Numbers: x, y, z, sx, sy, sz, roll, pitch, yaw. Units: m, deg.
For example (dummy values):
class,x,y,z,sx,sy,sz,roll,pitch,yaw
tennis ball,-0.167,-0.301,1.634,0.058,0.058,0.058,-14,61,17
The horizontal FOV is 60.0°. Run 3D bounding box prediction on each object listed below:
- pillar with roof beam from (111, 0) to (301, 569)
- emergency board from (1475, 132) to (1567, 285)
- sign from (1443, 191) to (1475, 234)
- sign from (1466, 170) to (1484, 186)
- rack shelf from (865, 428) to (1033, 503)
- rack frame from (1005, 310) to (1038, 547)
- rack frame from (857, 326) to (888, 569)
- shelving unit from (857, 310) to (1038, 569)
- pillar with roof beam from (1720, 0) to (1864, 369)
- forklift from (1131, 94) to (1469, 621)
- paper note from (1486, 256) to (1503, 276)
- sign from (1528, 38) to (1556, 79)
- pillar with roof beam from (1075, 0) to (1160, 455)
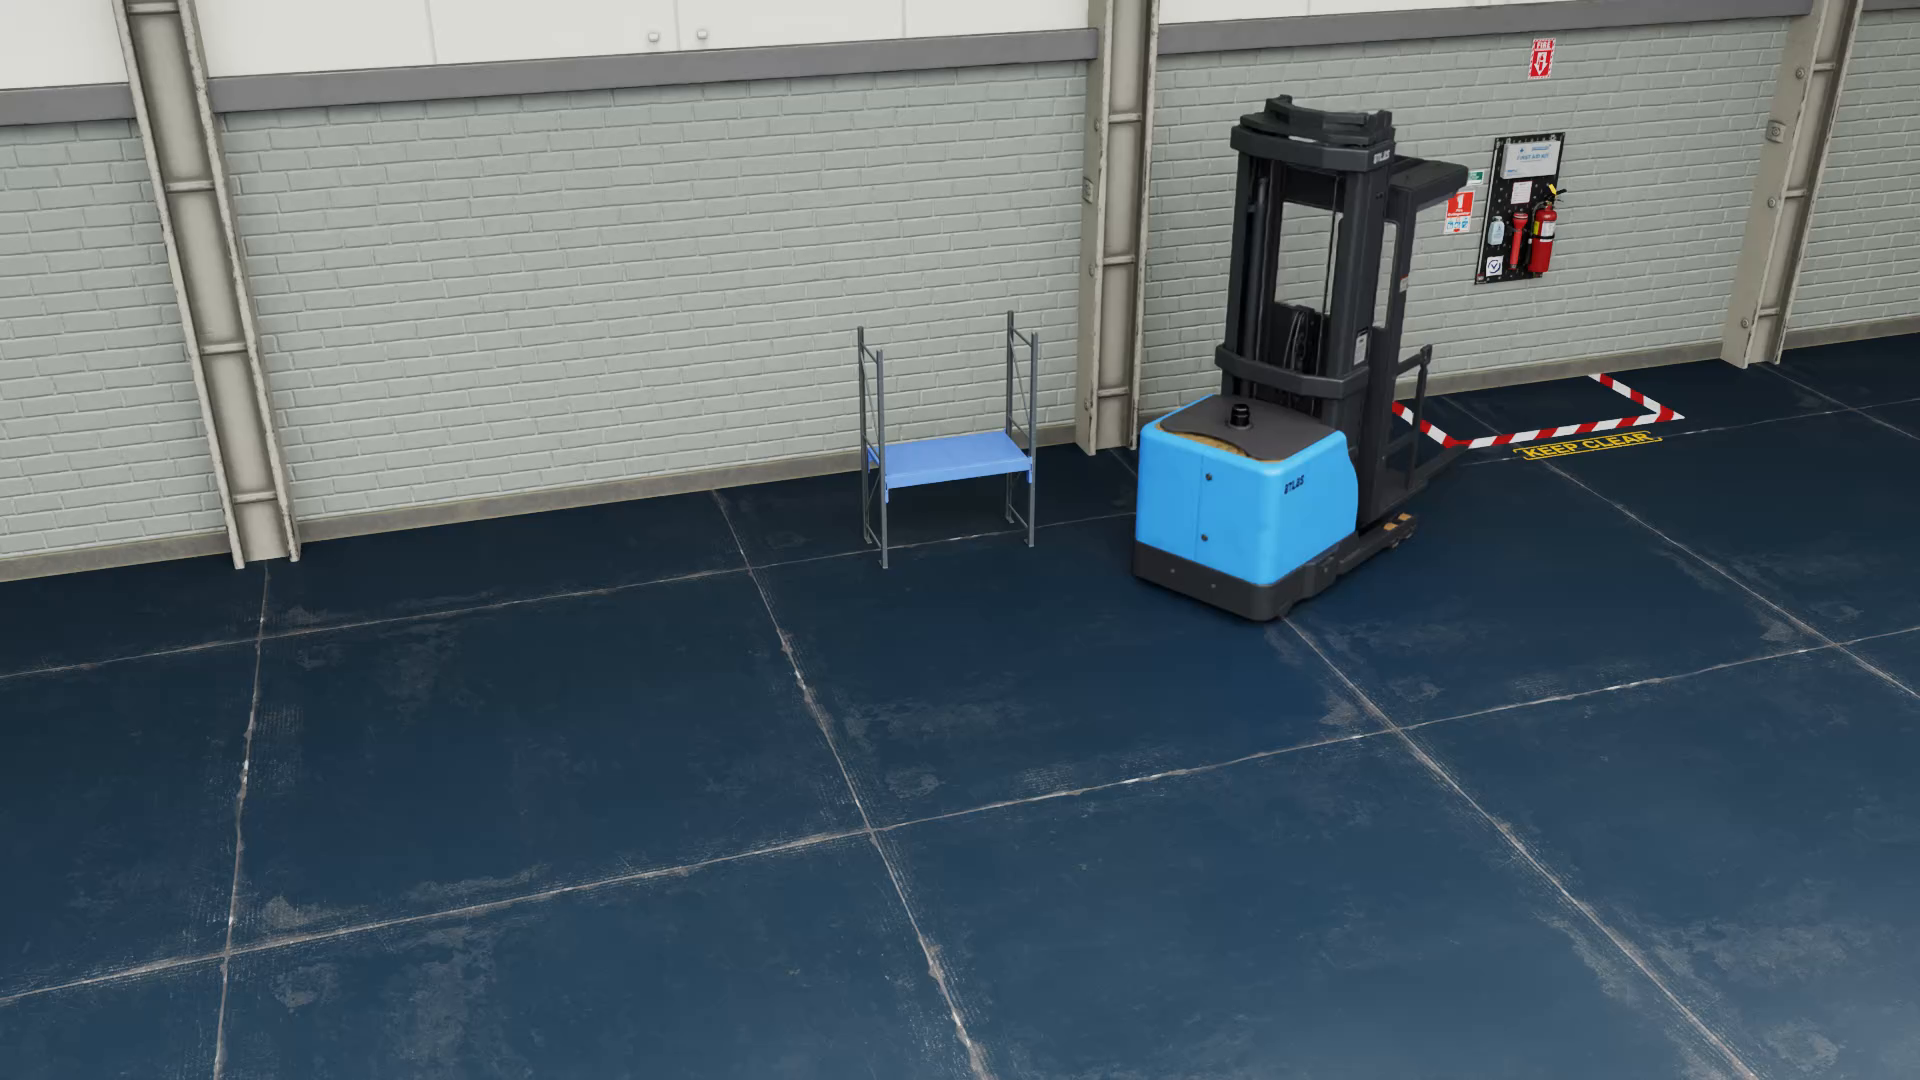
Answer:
class,x,y,z,sx,sy,sz,roll,pitch,yaw
pillar with roof beam,-3.261,-2.113,5.380,0.400,9.000,9.100,-8,28,-16
emergency board,4.454,-2.574,13.056,0.643,1.169,0.194,-8,28,-16
sign,3.897,-2.558,12.982,0.234,0.329,0.001,-8,28,-16
sign,3.904,-2.792,12.858,0.331,0.109,0.001,-8,28,-16
rack shelf,-0.081,-0.499,10.967,1.000,0.185,0.538,-8,28,-16
rack frame,0.402,-0.730,11.028,0.032,1.500,0.500,-8,28,-16
rack frame,-0.564,-0.590,10.746,0.032,1.500,0.500,-8,28,-16
shelving unit,-0.081,-0.660,10.887,1.048,1.500,0.538,-8,28,-16
pillar with roof beam,8.149,-3.765,8.708,0.400,9.000,9.100,-8,28,-16
forklift,2.455,-1.395,10.758,1.130,2.935,3.031,22,34,37
paper note,4.265,-2.184,13.261,0.142,0.148,0.016,-8,28,-16
sign,4.416,-3.653,12.623,0.199,0.298,0.001,-8,28,-16
pillar with roof beam,2.444,-2.939,7.044,0.400,9.000,9.100,-8,28,-16
